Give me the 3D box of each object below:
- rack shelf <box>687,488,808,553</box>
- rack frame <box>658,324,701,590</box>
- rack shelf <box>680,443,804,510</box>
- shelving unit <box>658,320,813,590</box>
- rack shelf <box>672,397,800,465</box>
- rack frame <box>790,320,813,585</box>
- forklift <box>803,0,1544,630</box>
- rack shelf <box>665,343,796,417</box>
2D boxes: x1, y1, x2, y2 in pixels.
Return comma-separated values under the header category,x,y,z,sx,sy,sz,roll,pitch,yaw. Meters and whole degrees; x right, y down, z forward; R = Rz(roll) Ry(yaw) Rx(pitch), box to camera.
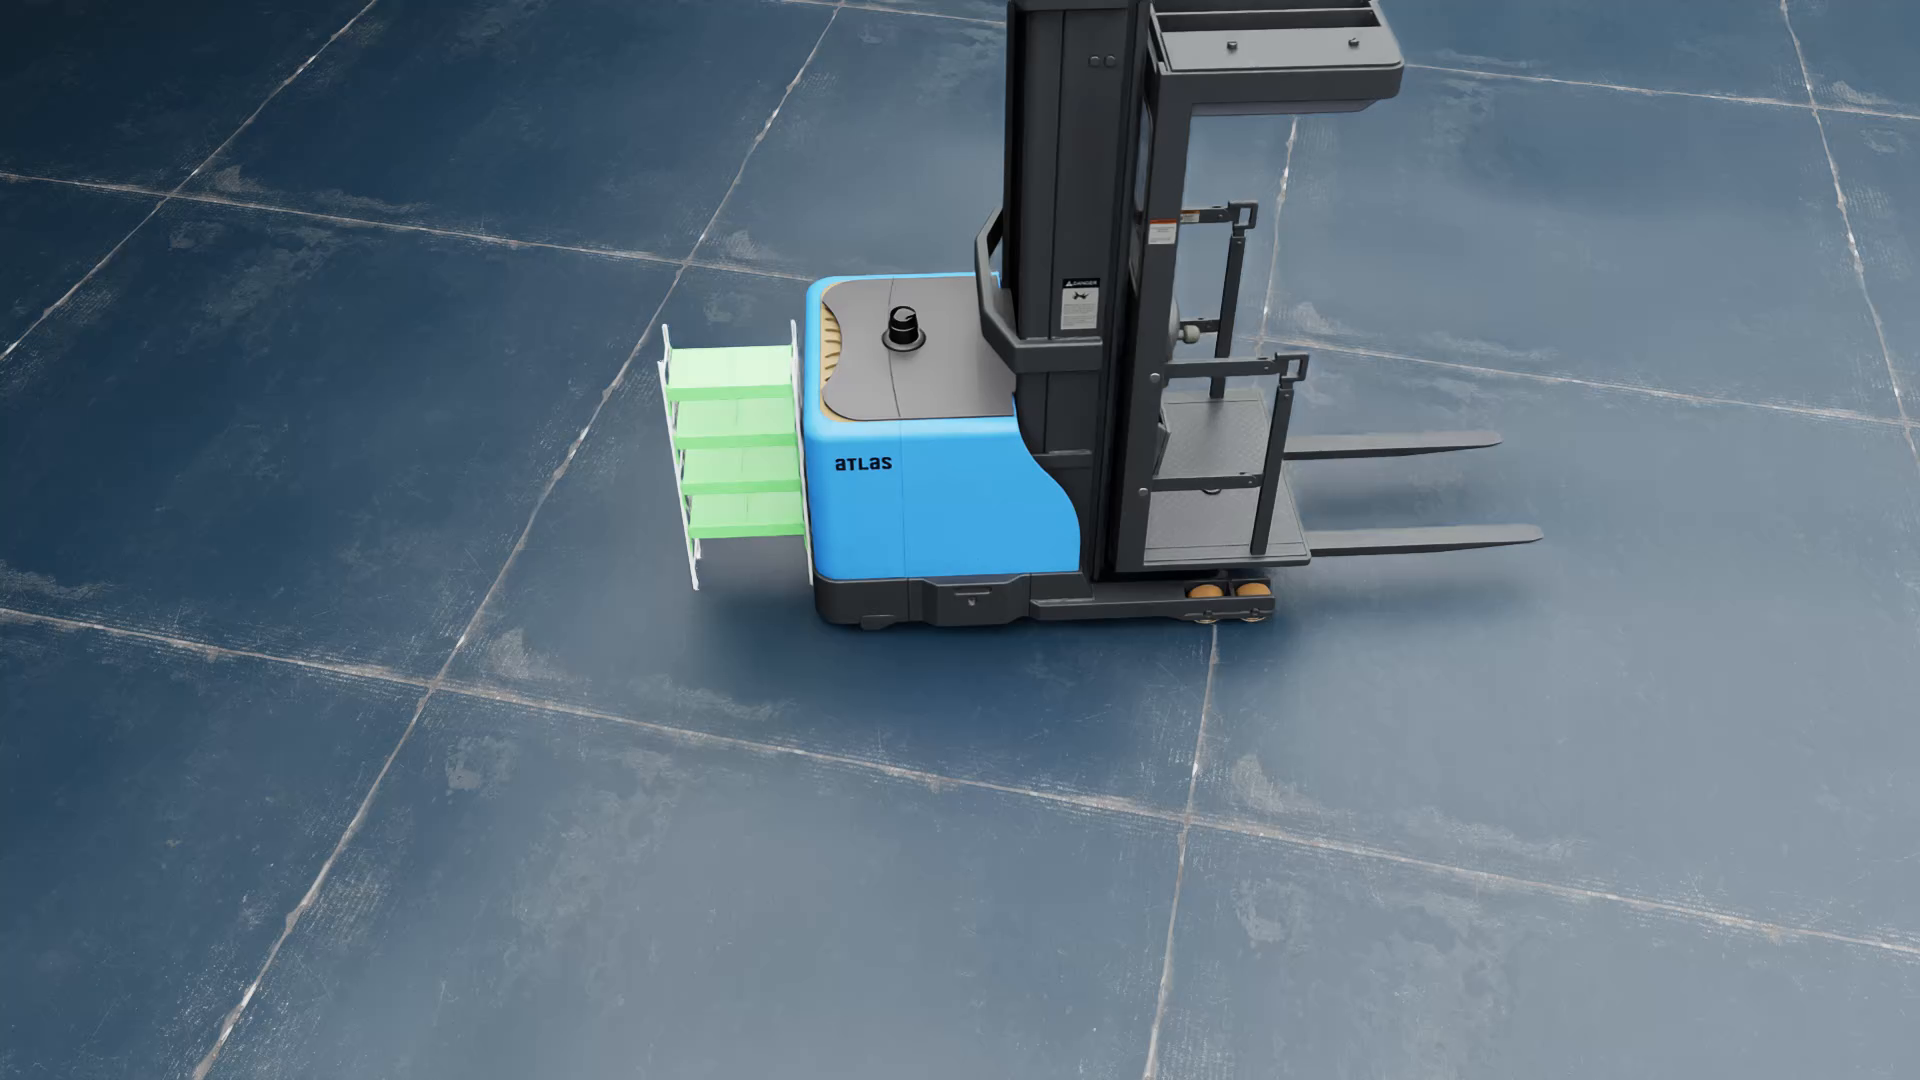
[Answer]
category,x,y,z,sx,sy,sz,roll,pitch,yaw
rack shelf,-0.875,-0.096,6.883,0.480,0.148,0.258,-2,44,-2
rack frame,-1.118,-0.306,6.663,0.015,1.200,0.240,-2,44,-2
rack shelf,-0.875,-0.269,6.717,0.480,0.148,0.258,-2,44,-2
shelving unit,-0.875,-0.315,6.672,0.503,1.200,0.258,-2,44,-2
rack shelf,-0.875,-0.442,6.550,0.480,0.148,0.258,-2,44,-2
rack frame,-0.631,-0.324,6.682,0.015,1.200,0.240,-2,44,-2
forklift,0.897,-1.079,6.218,3.031,2.935,1.130,-2,44,-2
rack shelf,-0.875,-0.615,6.384,0.480,0.148,0.258,-2,44,-2
